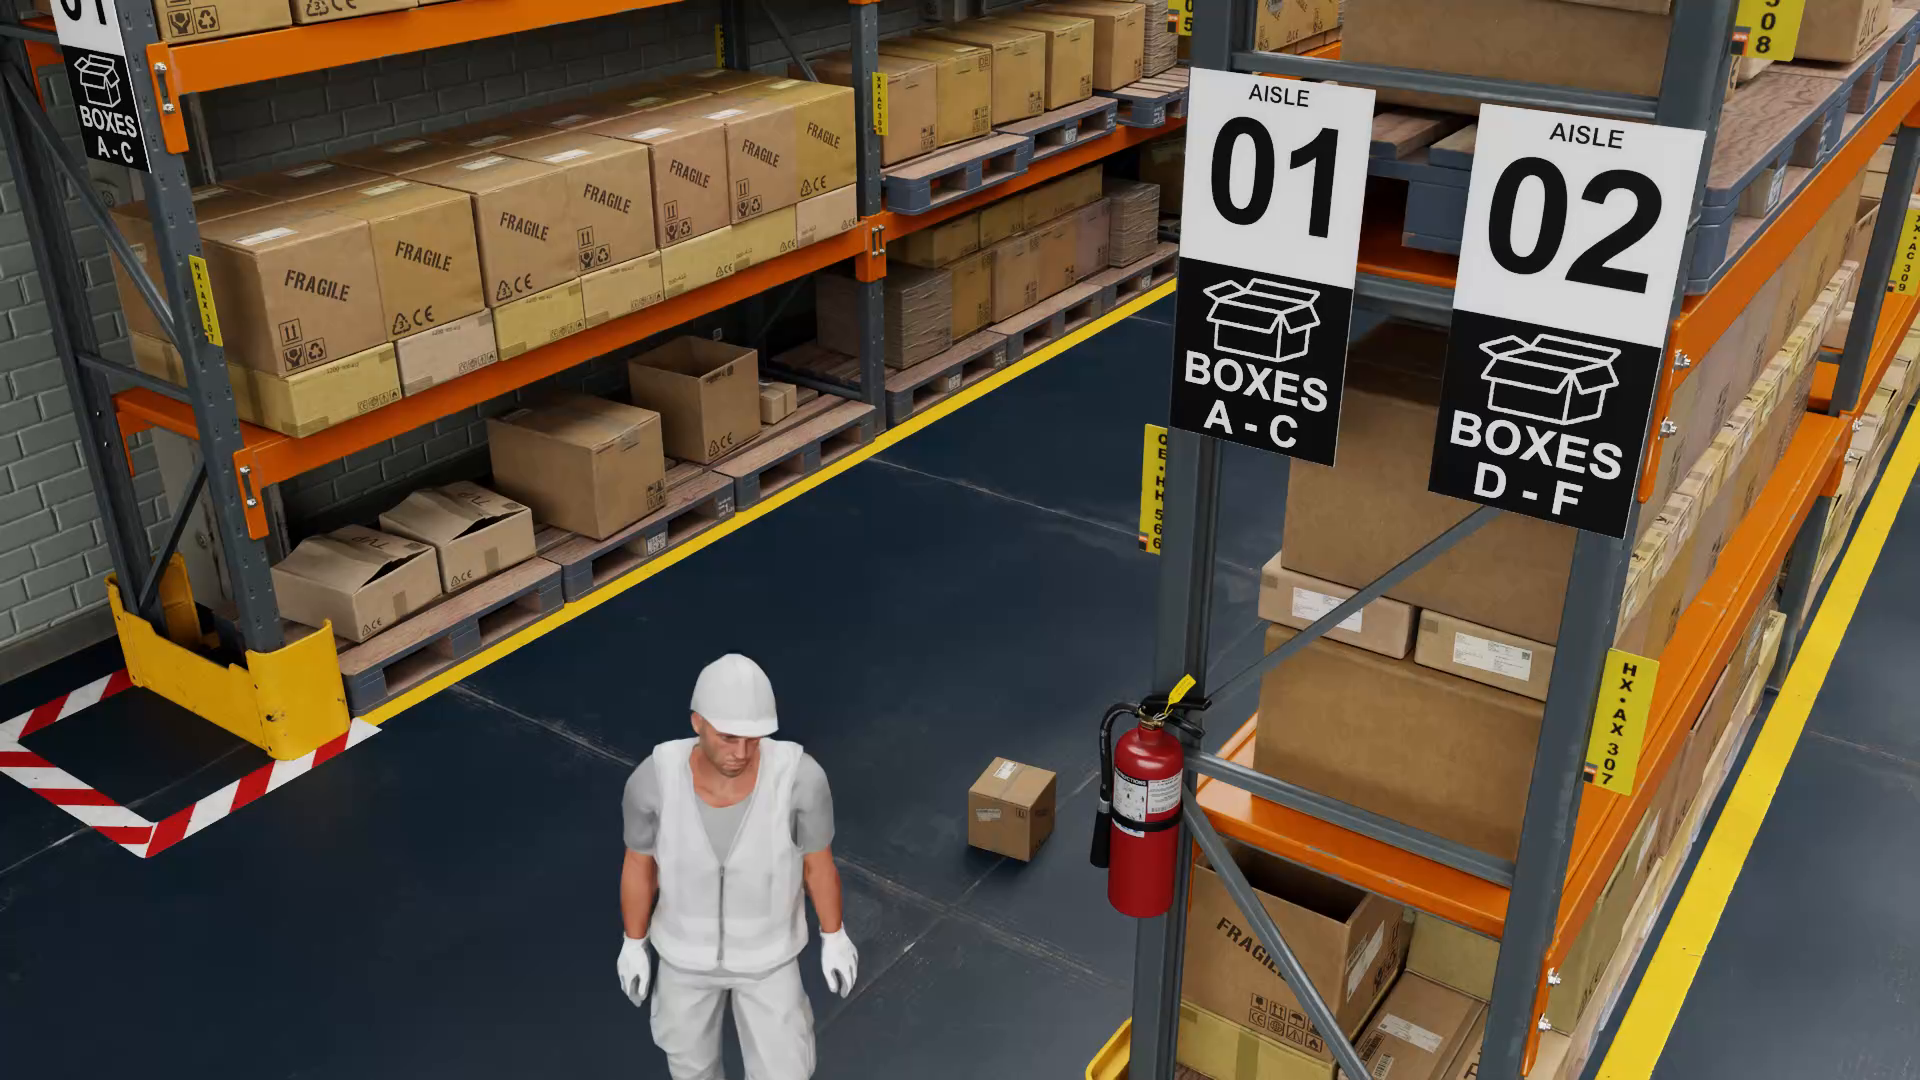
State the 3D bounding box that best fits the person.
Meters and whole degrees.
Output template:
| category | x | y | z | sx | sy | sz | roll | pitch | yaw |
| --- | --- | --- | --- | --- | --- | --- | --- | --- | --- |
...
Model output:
| category | x | y | z | sx | sy | sz | roll | pitch | yaw |
| --- | --- | --- | --- | --- | --- | --- | --- | --- | --- |
| person | -0.593 | 1.101 | 4.363 | 0.636 | 1.771 | 0.453 | 1 | 27 | 1 |
